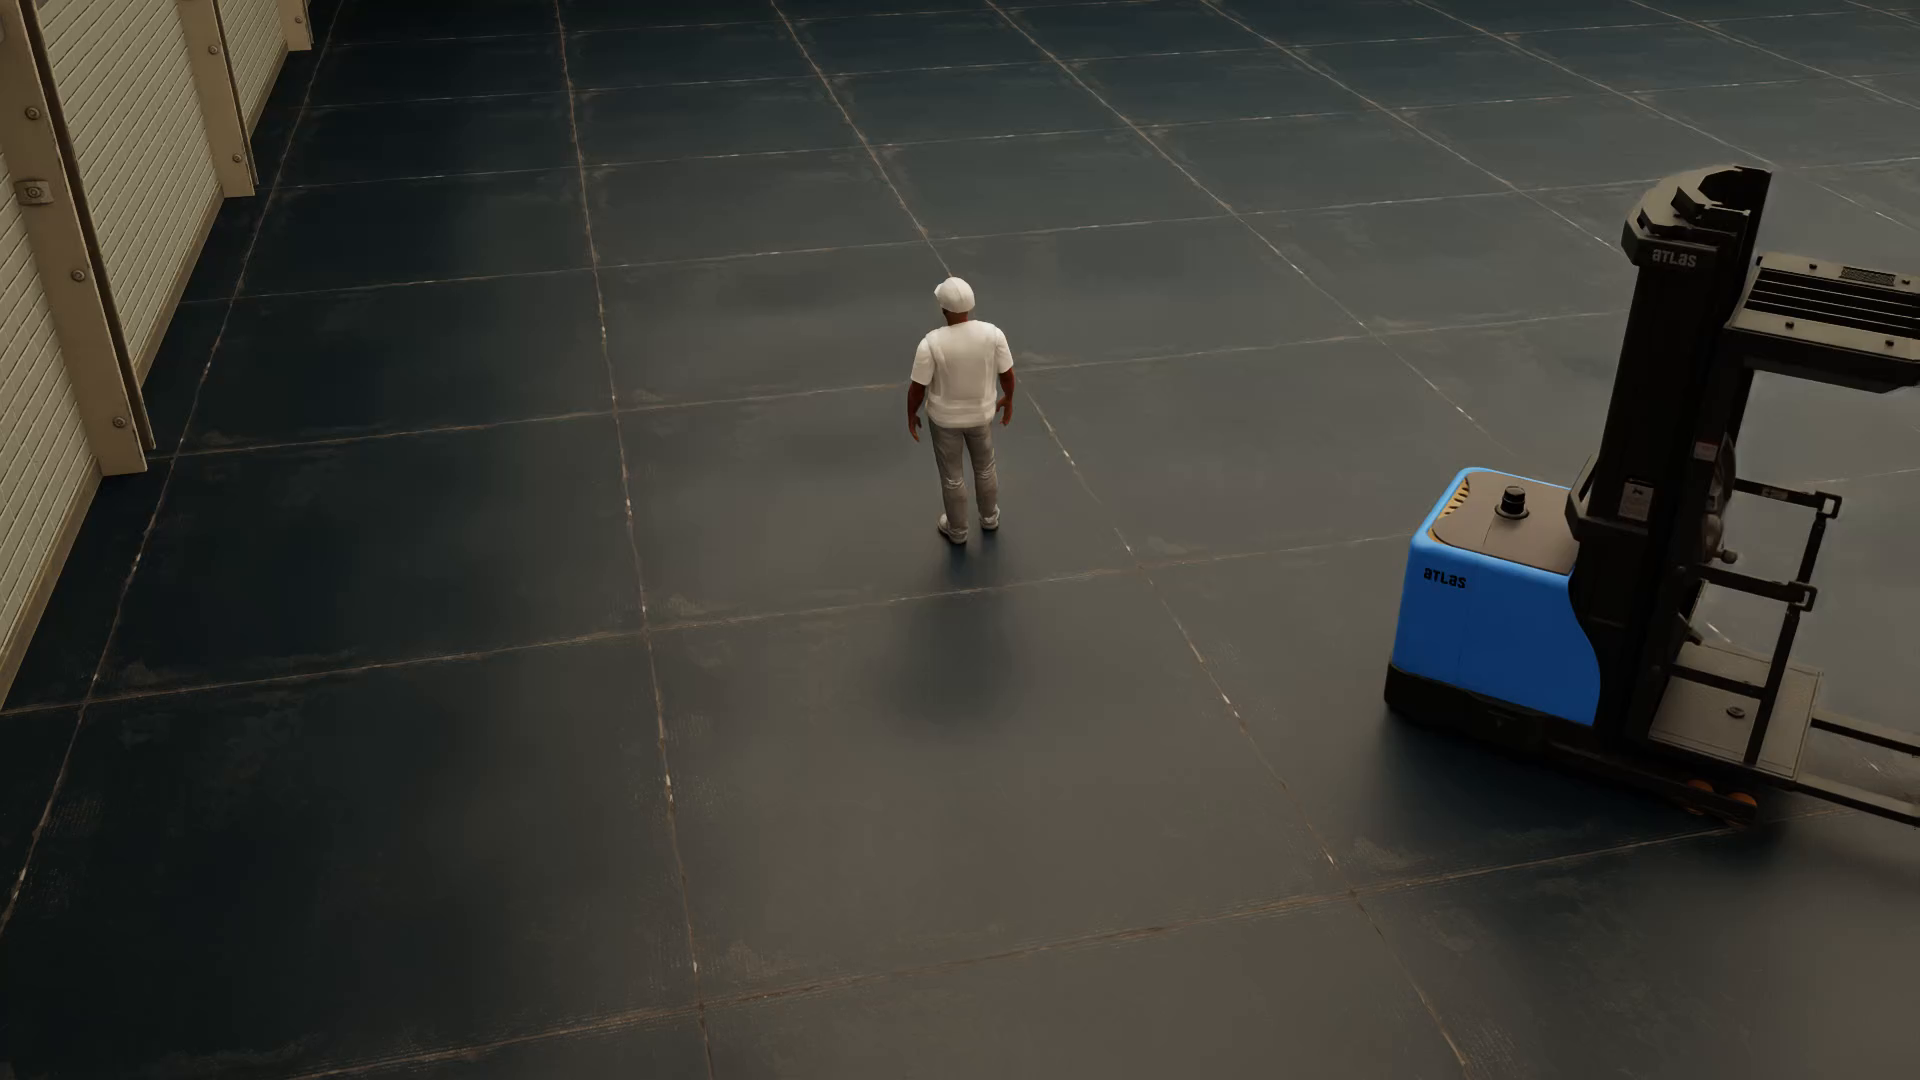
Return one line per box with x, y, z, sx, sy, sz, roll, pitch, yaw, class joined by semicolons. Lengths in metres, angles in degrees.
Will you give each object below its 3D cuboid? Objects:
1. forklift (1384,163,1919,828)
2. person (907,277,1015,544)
3.797;-0.176;7.878;3.031;2.935;1.130;16;34;26;forklift
-0.012;-0.805;10.114;0.666;1.768;0.575;-7;31;-12;person
